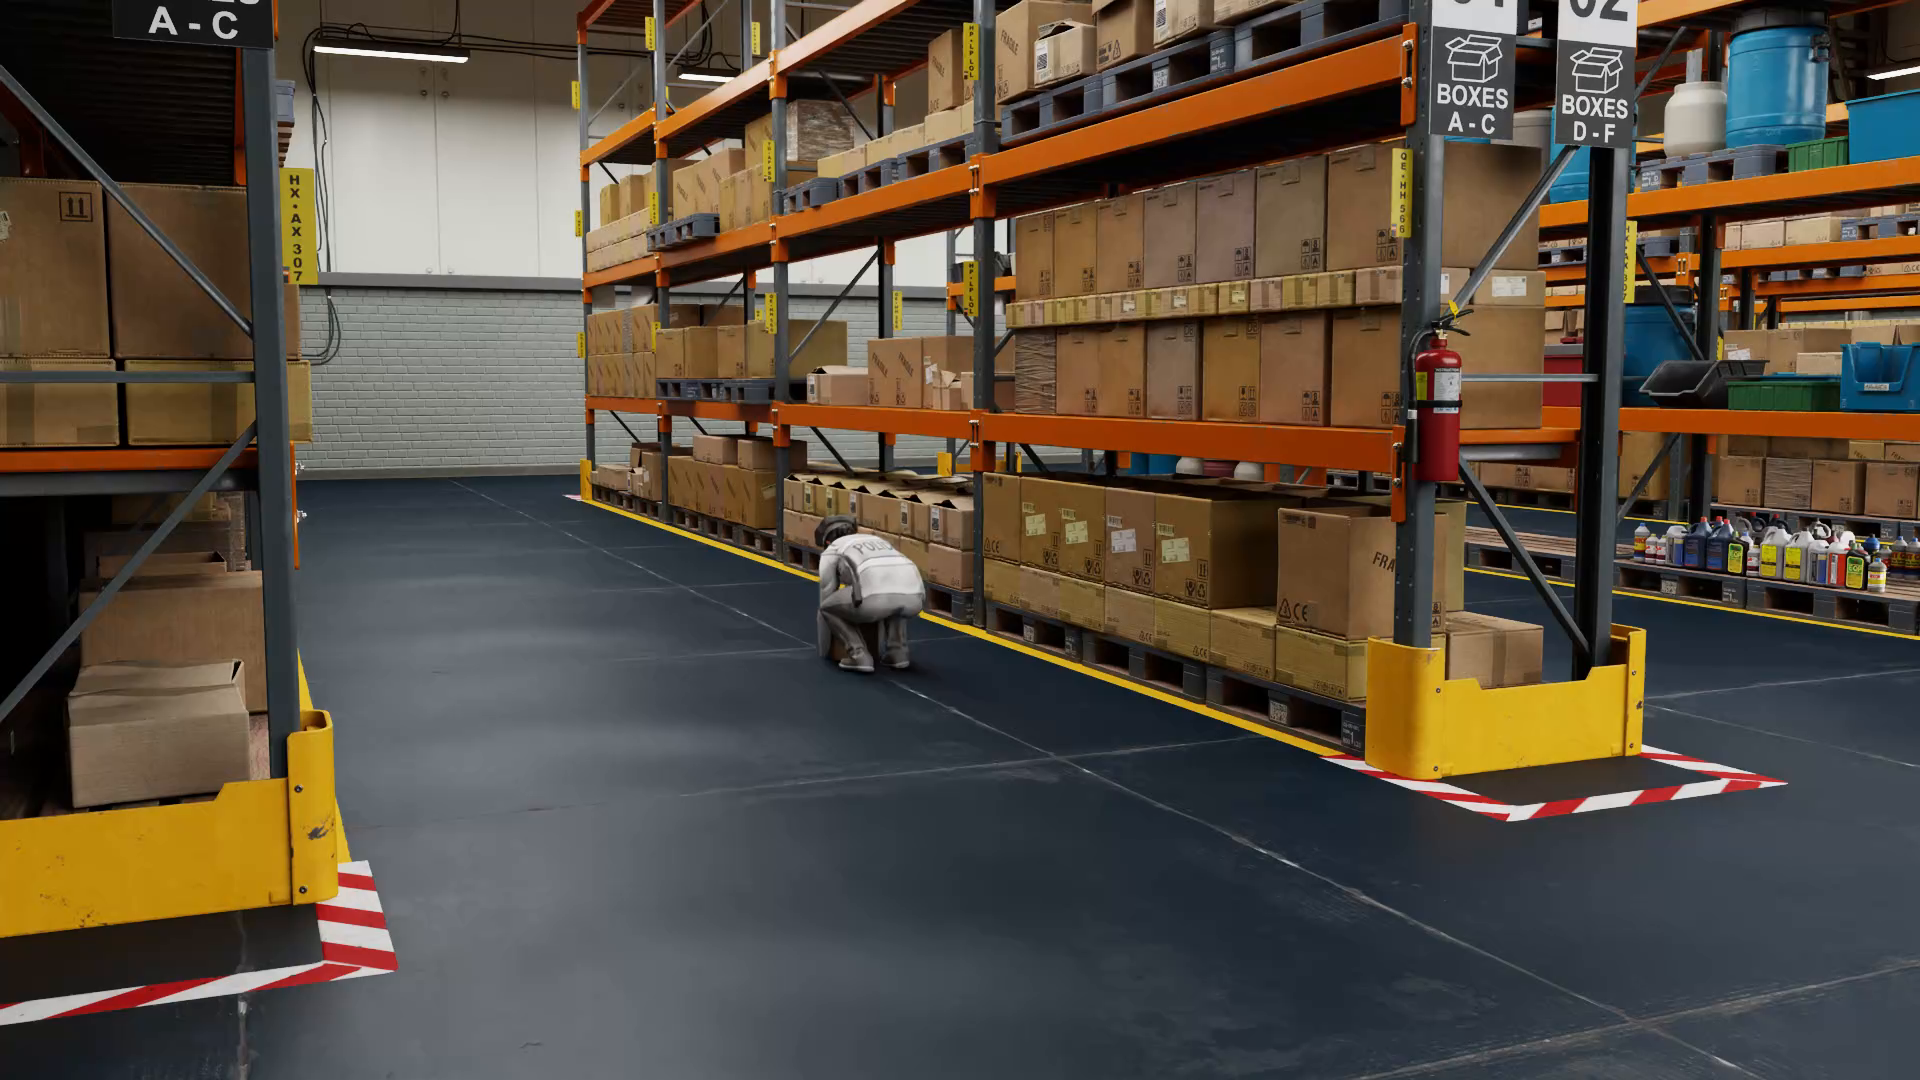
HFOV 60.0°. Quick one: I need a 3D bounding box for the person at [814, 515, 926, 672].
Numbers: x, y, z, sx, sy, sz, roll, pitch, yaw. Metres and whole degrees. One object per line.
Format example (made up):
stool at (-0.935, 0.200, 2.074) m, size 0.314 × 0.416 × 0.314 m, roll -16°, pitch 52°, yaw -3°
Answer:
person at (-0.500, 0.310, 8.784) m, size 0.464 × 0.850 × 0.888 m, roll -2°, pitch 6°, yaw -24°
